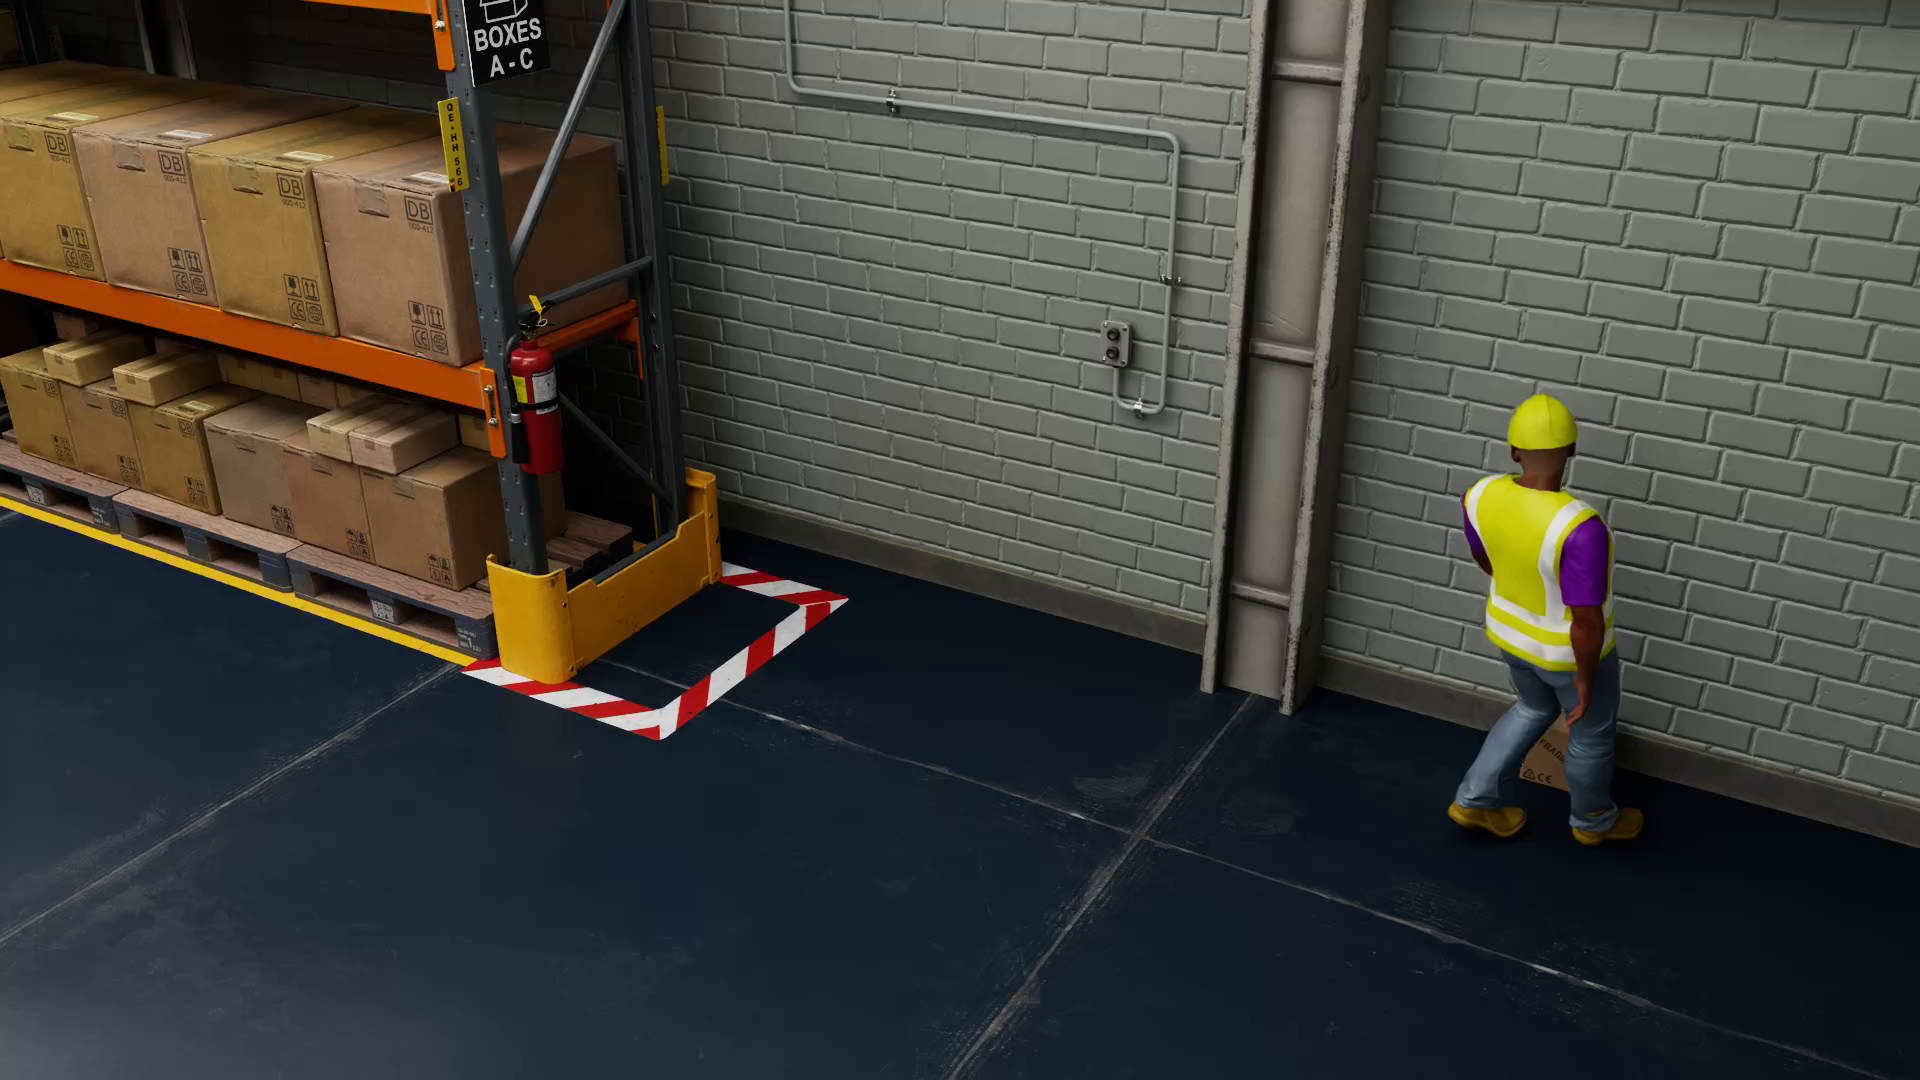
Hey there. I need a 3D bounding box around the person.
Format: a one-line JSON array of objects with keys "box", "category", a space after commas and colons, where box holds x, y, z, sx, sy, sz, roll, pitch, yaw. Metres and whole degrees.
[{"box": [2.052, 0.292, 5.578, 0.772, 1.699, 0.599, -15, 30, -28], "category": "person"}]
